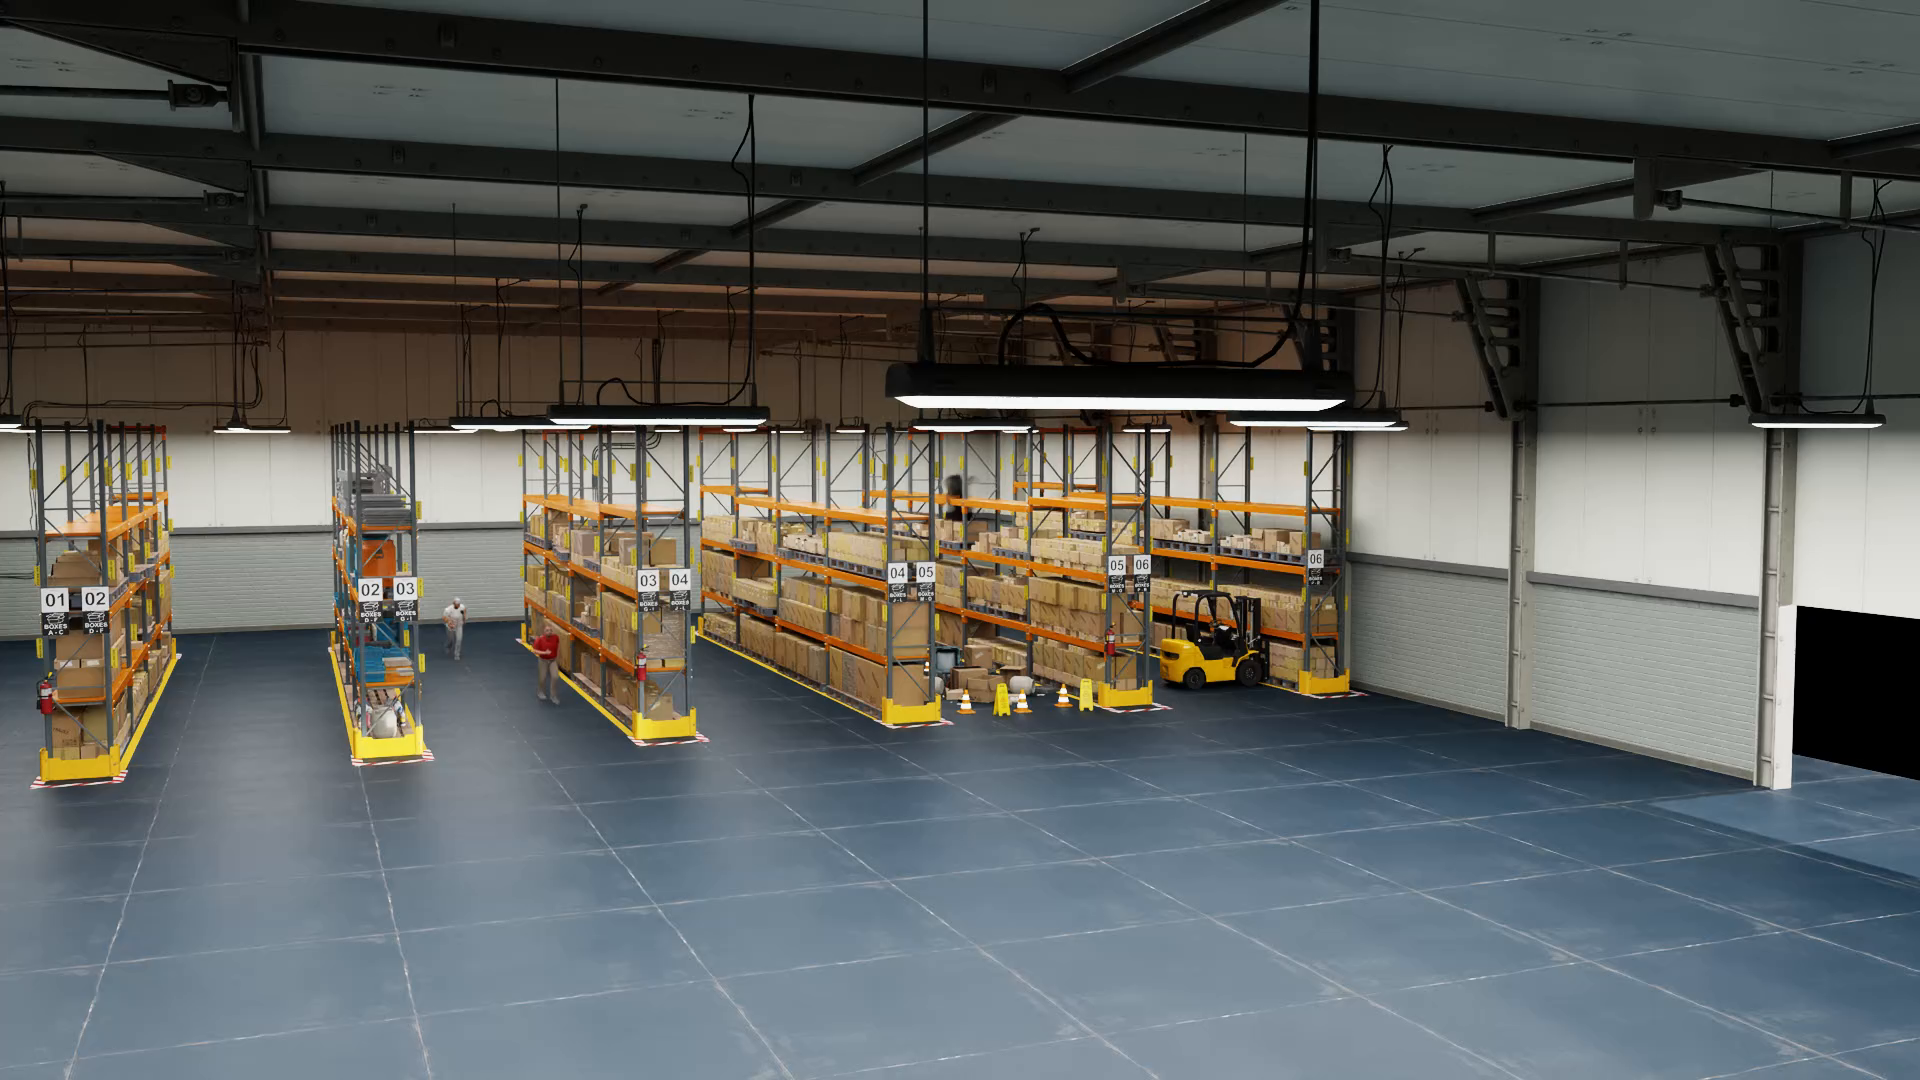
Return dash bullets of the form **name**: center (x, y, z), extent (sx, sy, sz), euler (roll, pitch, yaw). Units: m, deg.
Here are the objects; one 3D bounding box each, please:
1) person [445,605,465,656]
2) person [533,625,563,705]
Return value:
- **person**: center (-13.072, 2.302, 42.888), extent (0.452, 1.316, 0.807), euler (-3, 4, -36)
- **person**: center (-8.856, 2.653, 35.719), extent (0.667, 1.709, 1.002), euler (-2, 4, -25)
